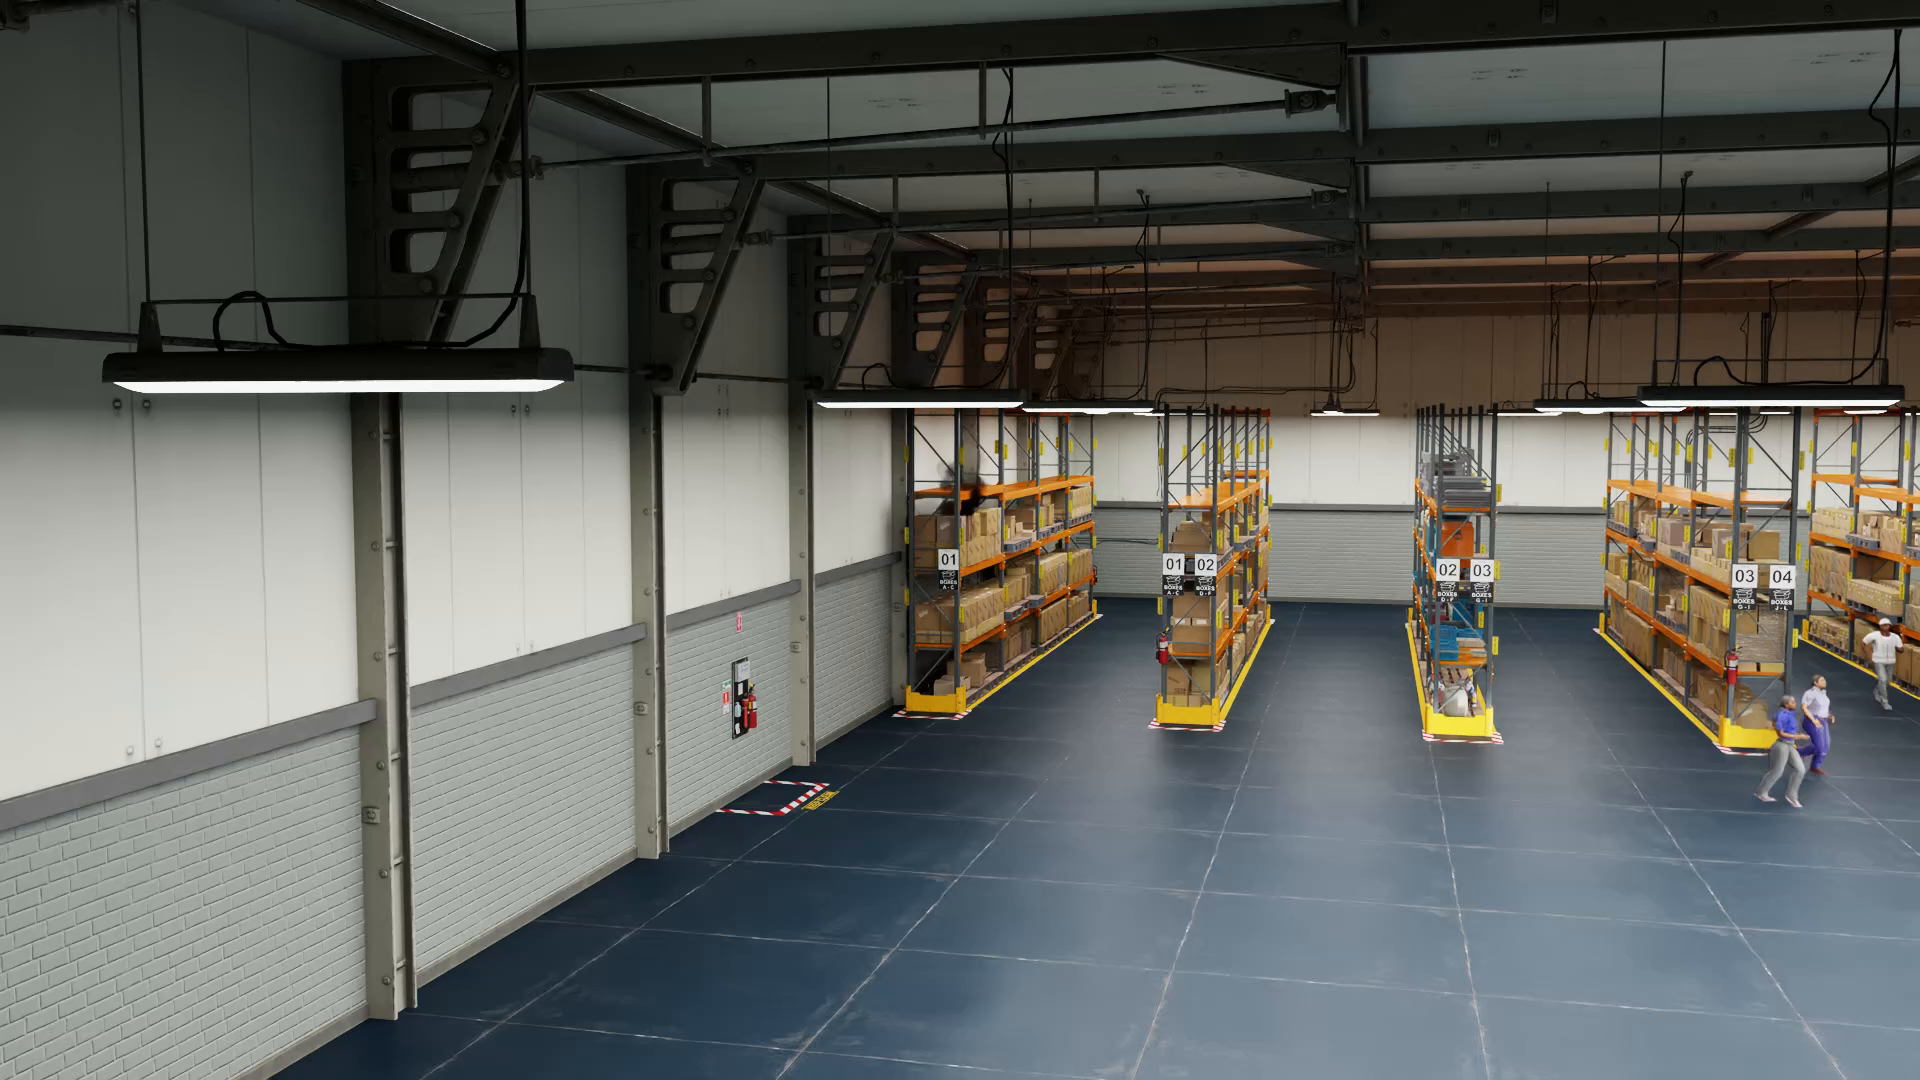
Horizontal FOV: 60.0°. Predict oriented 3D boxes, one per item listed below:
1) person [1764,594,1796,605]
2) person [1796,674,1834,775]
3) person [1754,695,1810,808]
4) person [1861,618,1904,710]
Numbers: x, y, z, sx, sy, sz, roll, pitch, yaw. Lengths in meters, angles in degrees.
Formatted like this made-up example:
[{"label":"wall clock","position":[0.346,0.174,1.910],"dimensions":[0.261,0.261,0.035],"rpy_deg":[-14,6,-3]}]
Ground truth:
[{"label":"person","position":[20.182,1.830,40.970],"dimensions":[0.708,1.753,1.061],"rpy_deg":[1,4,14]},{"label":"person","position":[13.809,2.968,26.887],"dimensions":[0.626,1.620,0.504],"rpy_deg":[-3,5,-39]},{"label":"person","position":[12.149,3.128,24.536],"dimensions":[0.748,1.712,0.559],"rpy_deg":[4,6,45]},{"label":"person","position":[18.264,2.420,32.865],"dimensions":[0.700,1.752,0.989],"rpy_deg":[0,4,4]}]
